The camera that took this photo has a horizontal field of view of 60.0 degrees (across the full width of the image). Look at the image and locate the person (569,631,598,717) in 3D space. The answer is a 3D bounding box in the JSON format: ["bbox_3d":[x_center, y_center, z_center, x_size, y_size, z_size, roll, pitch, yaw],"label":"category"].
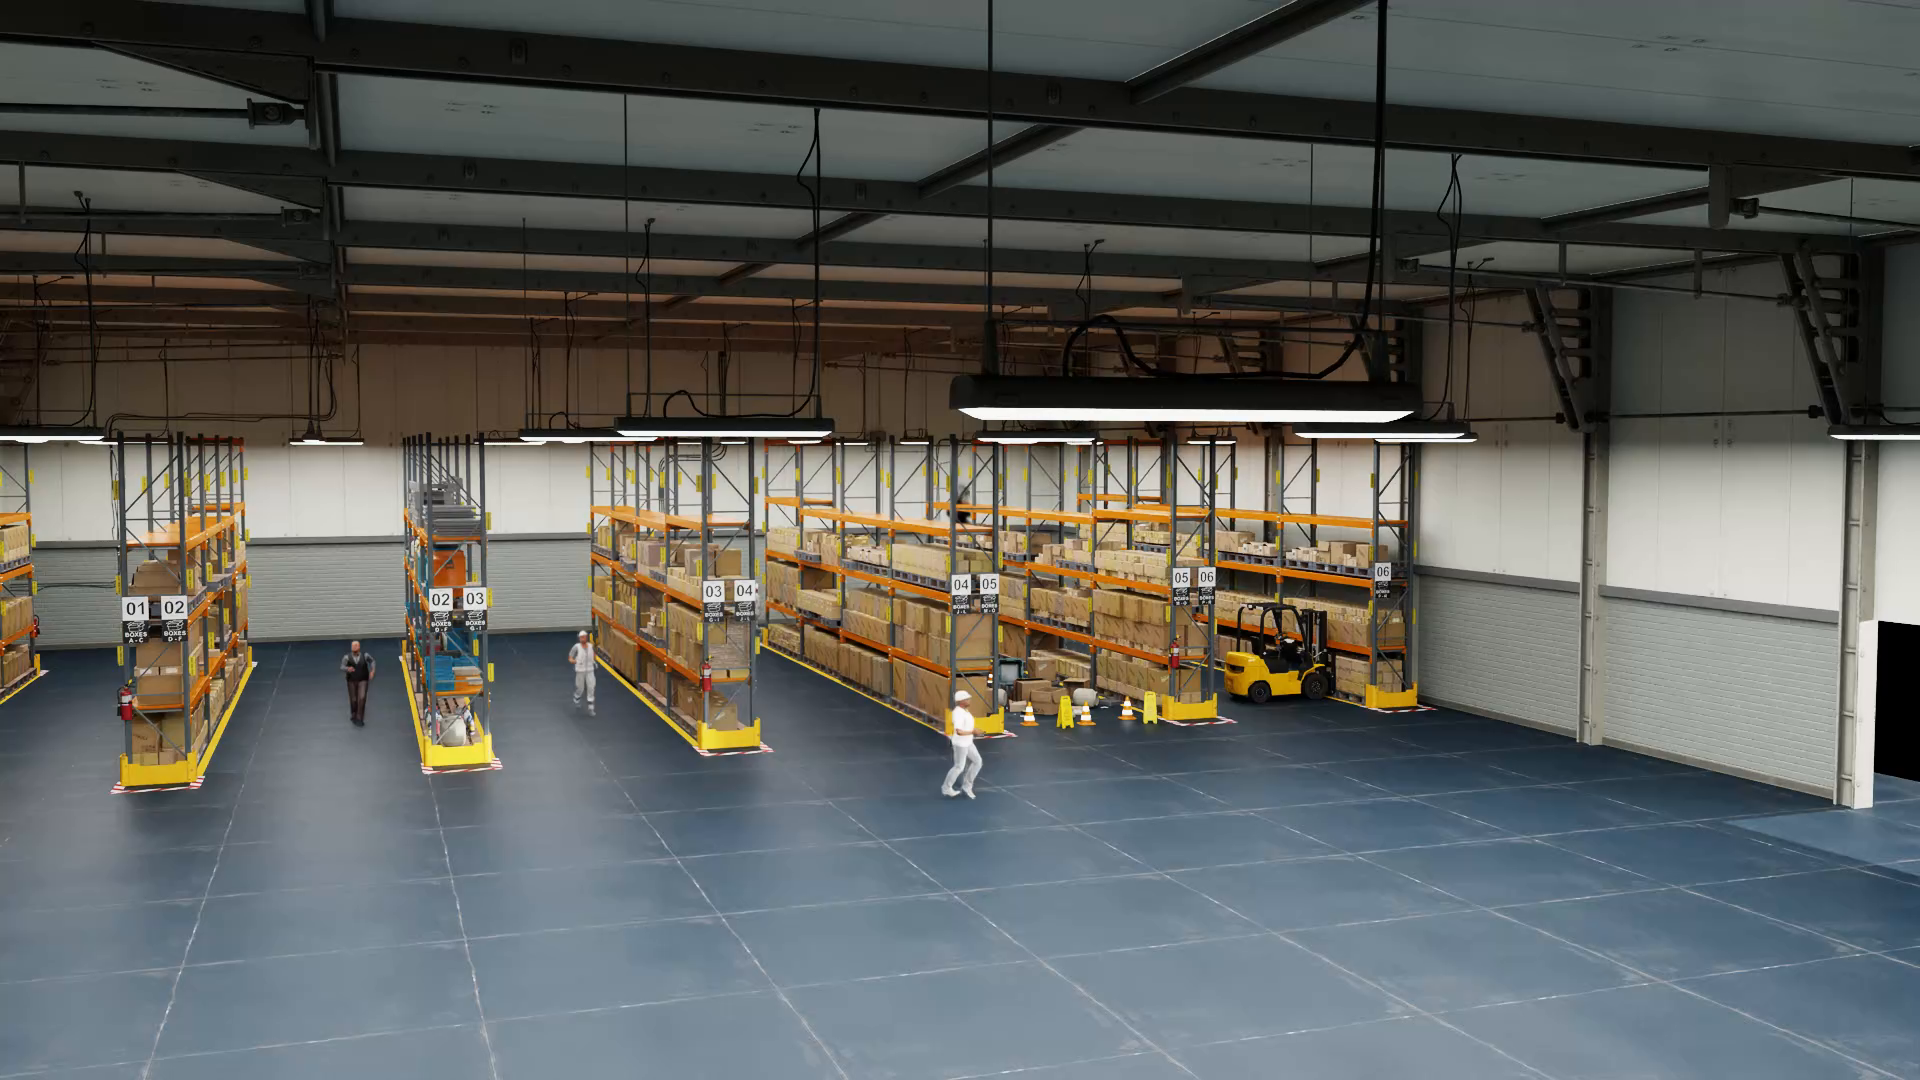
[{"bbox_3d":[-8.056,2.837,35.620,0.653,1.799,0.987,-2,4,-32],"label":"person"}]

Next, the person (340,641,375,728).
[{"bbox_3d":[-12.465,2.965,34.406,0.663,1.743,0.908,-1,3,-16],"label":"person"}]

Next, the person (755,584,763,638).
[{"bbox_3d":[-6.058,2.161,48.962,0.790,1.751,0.696,-2,4,-30],"label":"person"}]

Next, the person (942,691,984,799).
[{"bbox_3d":[0.060,3.349,27.072,0.738,1.806,0.671,1,3,15],"label":"person"}]
